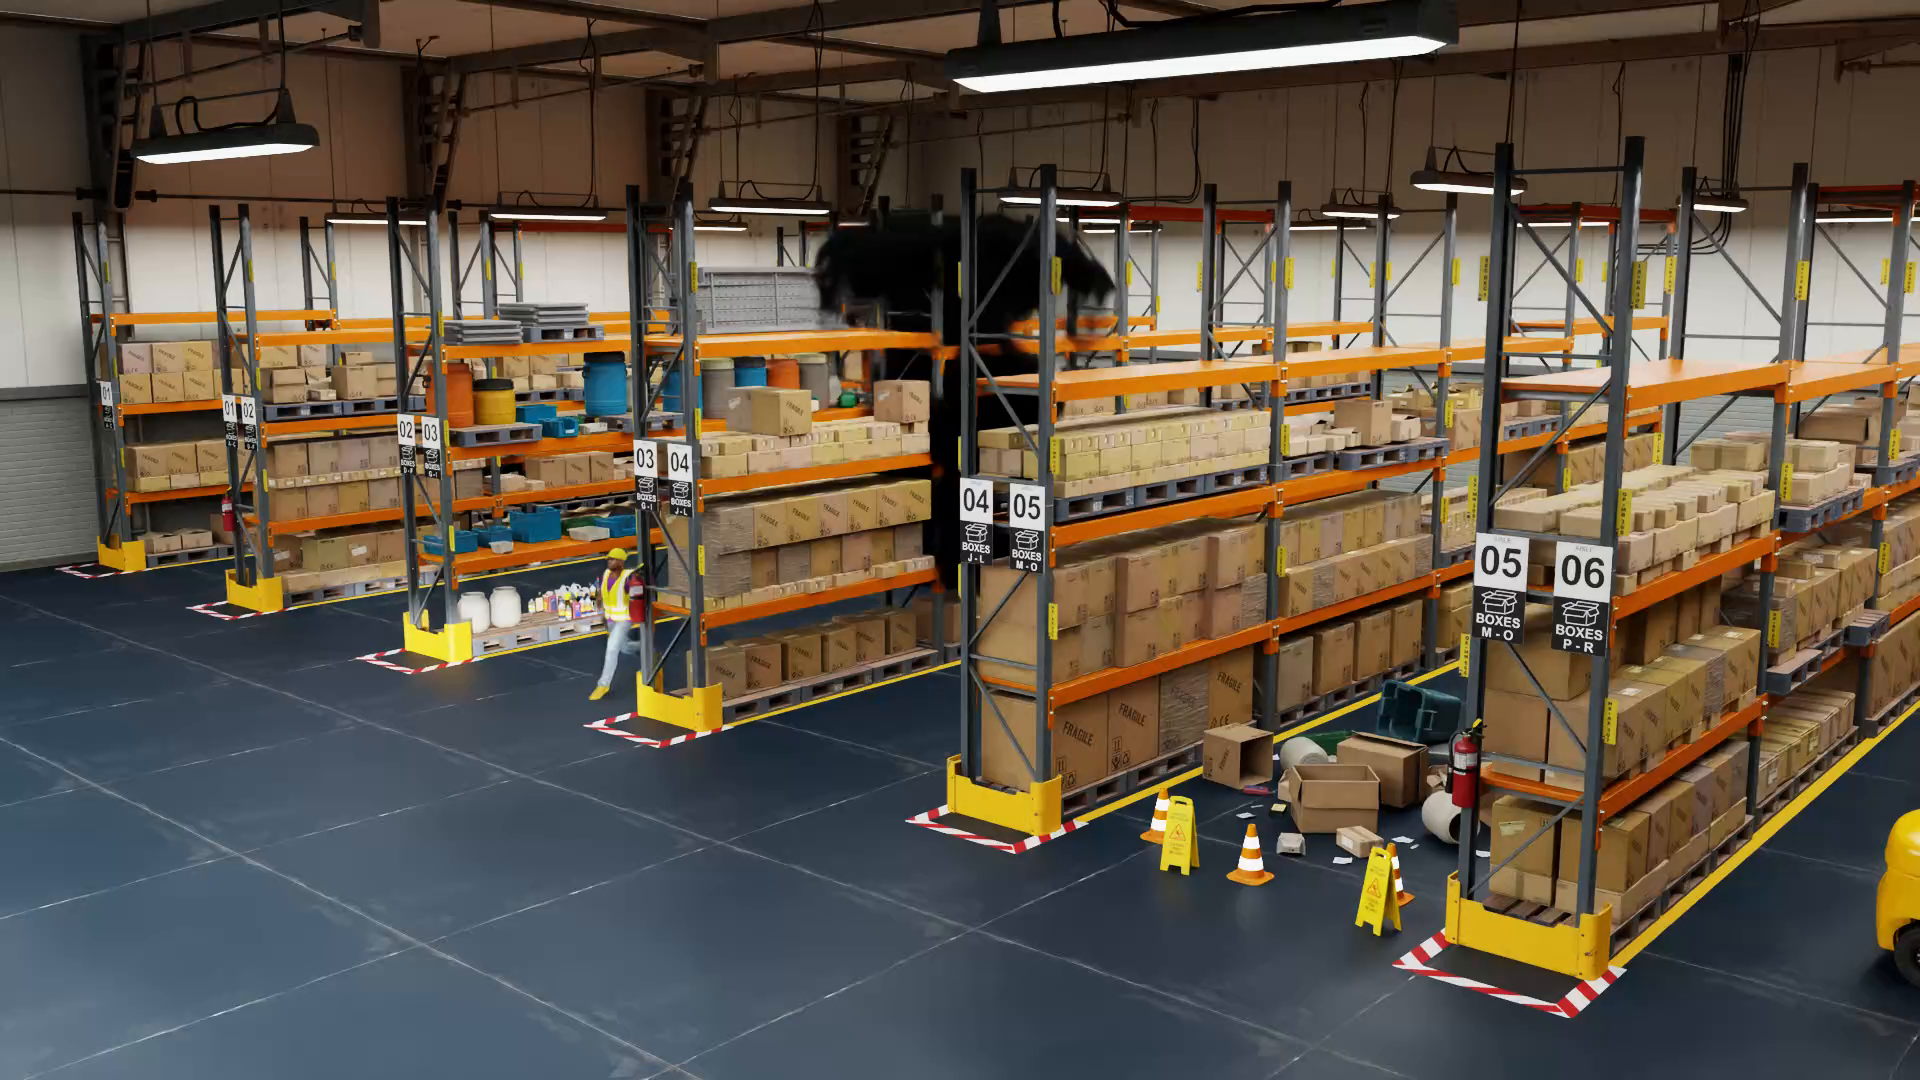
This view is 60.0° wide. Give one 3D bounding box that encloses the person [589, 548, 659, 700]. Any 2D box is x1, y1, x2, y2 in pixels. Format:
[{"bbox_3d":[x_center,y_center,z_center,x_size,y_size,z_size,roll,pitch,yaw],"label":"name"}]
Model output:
[{"bbox_3d":[-4.133,0.961,20.235,0.656,1.772,1.146,8,13,41],"label":"person"}]
